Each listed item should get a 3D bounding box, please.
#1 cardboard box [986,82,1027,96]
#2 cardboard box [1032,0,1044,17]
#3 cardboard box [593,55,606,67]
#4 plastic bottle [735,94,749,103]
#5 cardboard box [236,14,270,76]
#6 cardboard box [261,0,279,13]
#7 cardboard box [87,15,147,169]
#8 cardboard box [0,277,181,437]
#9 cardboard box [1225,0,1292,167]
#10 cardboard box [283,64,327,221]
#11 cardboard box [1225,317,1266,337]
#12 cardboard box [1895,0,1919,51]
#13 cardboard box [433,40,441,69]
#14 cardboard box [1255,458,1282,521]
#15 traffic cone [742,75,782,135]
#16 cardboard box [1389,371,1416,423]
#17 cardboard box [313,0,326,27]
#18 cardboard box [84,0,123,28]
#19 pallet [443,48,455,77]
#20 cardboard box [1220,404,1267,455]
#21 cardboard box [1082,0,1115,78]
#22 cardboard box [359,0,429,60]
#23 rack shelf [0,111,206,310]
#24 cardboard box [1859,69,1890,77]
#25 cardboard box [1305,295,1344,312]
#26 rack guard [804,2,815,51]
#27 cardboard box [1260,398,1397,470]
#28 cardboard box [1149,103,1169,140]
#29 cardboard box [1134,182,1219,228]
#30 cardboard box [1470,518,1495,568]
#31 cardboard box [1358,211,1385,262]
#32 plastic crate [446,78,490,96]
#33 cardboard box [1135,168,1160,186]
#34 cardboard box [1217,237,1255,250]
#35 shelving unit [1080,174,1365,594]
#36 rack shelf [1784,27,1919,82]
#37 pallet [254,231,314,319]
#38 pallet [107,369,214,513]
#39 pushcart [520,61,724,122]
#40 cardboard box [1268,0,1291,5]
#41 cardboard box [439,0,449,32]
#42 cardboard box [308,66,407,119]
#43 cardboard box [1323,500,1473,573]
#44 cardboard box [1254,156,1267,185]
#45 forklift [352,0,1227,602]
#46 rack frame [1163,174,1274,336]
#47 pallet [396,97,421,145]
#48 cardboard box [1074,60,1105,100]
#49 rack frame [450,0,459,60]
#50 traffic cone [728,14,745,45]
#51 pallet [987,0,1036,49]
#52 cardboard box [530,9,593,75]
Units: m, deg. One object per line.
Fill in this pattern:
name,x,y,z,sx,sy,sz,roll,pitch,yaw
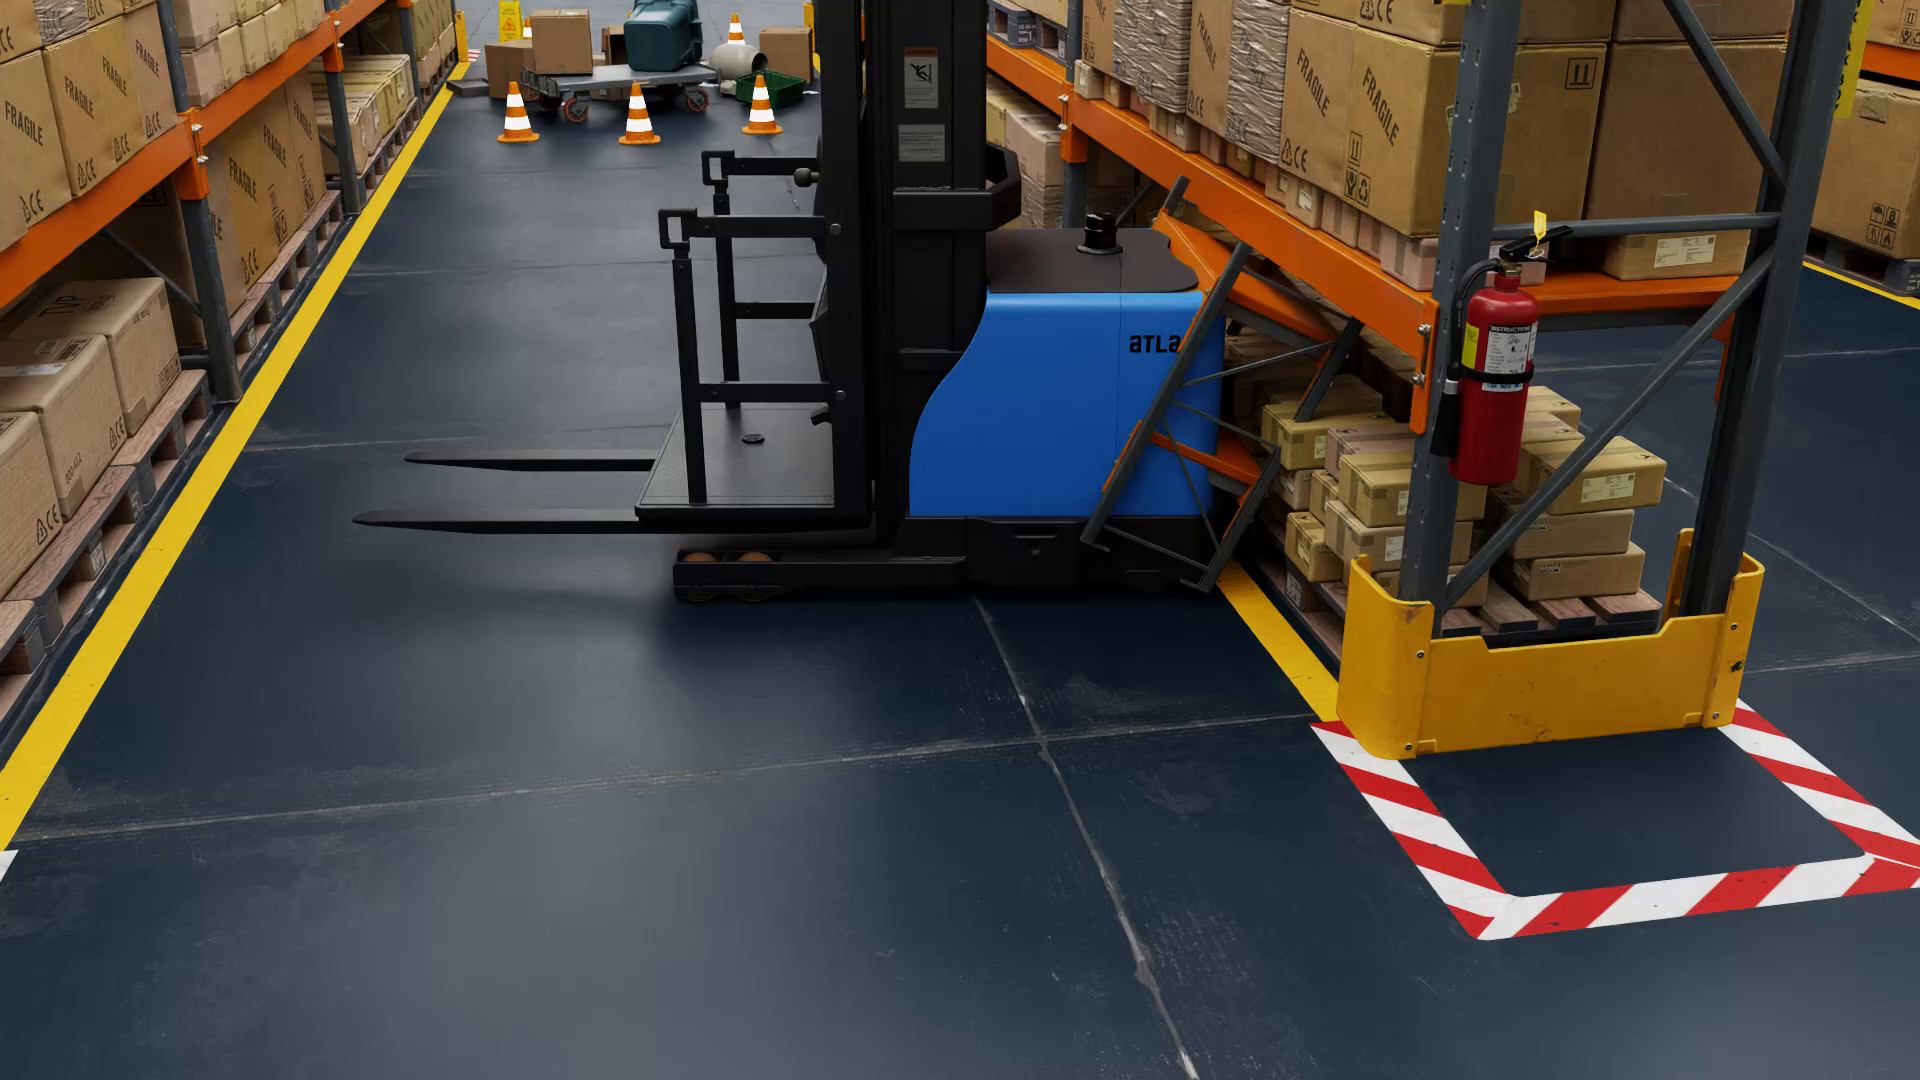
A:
cardboard box,0.334,-2.669,10.275,0.500,0.250,0.500,-4,24,-9
cardboard box,0.605,-2.907,8.948,0.380,0.149,0.250,-6,24,-12
cardboard box,-3.826,-5.031,17.584,0.380,0.149,0.250,8,25,18
plastic bottle,-2.002,-4.187,15.759,0.133,0.061,0.283,-19,30,-37
cardboard box,-3.832,-2.513,8.444,0.500,0.250,0.500,-4,24,-10
cardboard box,-3.925,-2.940,8.796,0.500,0.250,0.500,-5,24,-11
cardboard box,-3.397,-1.664,6.187,0.500,0.500,0.500,-5,24,-11
cardboard box,-3.824,-0.747,6.889,0.875,0.438,0.875,-5,24,-11
cardboard box,1.222,-1.558,5.572,0.500,0.500,0.500,-4,24,-10
cardboard box,-4.528,-2.498,10.351,0.875,0.875,0.875,-5,24,-10
cardboard box,1.136,-0.781,6.584,0.380,0.149,0.250,-4,24,-9
cardboard box,5.550,-2.926,9.078,0.500,0.500,0.500,-4,24,-10
cardboard box,-5.368,-4.732,16.248,0.500,0.250,0.500,-5,24,-10
cardboard box,1.279,-0.194,5.983,0.380,0.149,0.250,-4,24,-9
traffic cone,-1.704,-3.734,14.222,0.336,0.463,0.334,-4,24,-10
cardboard box,1.771,-0.505,5.954,0.380,0.149,0.250,-5,24,-12
cardboard box,-4.225,-3.308,10.264,0.500,0.250,0.500,-5,24,-12
cardboard box,-3.390,-2.122,5.987,0.500,0.500,0.500,-5,24,-11
pallet,-5.924,-5.073,17.603,1.003,0.211,1.213,-4,24,-10
cardboard box,1.167,-0.432,6.157,0.380,0.149,0.250,-4,24,-9
cardboard box,0.856,-2.358,7.405,0.500,0.500,0.500,-5,24,-11
cardboard box,-5.157,-4.658,15.142,0.500,0.500,0.500,-3,24,-7
rack shelf,-3.464,-0.867,5.386,1.077,0.370,4.000,-4,24,-10
cardboard box,5.601,-2.537,10.442,1.225,0.875,0.875,-5,24,-12
cardboard box,1.647,-0.920,6.902,0.380,0.149,0.250,-5,24,-12
rack guard,-1.212,-5.973,19.302,1.175,0.500,0.348,-4,24,-10
cardboard box,1.242,-0.360,5.620,0.380,0.149,0.250,-5,24,-11
cardboard box,0.991,-1.730,6.778,0.380,0.149,0.250,-4,24,-9
cardboard box,1.136,-1.747,9.100,0.500,0.500,0.500,-3,24,-8
cardboard box,1.840,-0.029,5.605,0.380,0.149,0.250,-4,24,-10
cardboard box,1.404,-0.909,4.897,0.380,0.149,0.250,-4,24,-10
plastic crate,-4.798,-4.470,16.386,0.402,0.080,0.583,-13,27,-28
cardboard box,1.135,-2.090,8.950,0.500,0.250,0.500,-5,24,-12
cardboard box,1.420,-1.330,7.841,0.380,0.149,0.250,-4,24,-9
shelving unit,0.837,-0.588,5.963,0.538,1.125,1.048,22,21,-13
rack shelf,5.535,-3.174,10.668,1.077,0.370,4.000,-4,24,-10
pallet,-4.280,-1.484,9.385,1.003,0.211,1.213,-4,24,-10
pallet,-3.770,-0.401,6.903,1.003,0.211,1.213,-4,24,-10
pushcart,-3.082,-4.117,15.204,1.648,0.377,0.936,-13,27,-28
cardboard box,1.224,-2.021,5.384,0.500,0.500,0.500,-3,24,-7
cardboard box,-5.549,-5.479,17.020,0.500,0.500,0.500,-3,24,-8
cardboard box,-5.078,-3.630,13.571,0.950,0.372,0.625,-3,24,-6
cardboard box,1.373,-0.025,5.225,0.380,0.149,0.250,-5,24,-11
cardboard box,1.262,-1.321,5.842,0.380,0.149,0.250,-5,24,-12
forklift,-0.627,-1.342,5.661,3.031,2.935,1.130,0,24,0
rack frame,0.802,-0.795,6.426,0.500,1.125,0.032,22,21,-13
pallet,-5.168,-3.546,14.105,1.003,0.211,1.213,-4,24,-10
cardboard box,0.743,-2.139,7.713,0.380,0.149,0.250,-3,24,-8
rack frame,-6.053,-6.703,17.851,1.000,3.000,0.127,-4,24,-10
traffic cone,-2.505,-5.633,18.569,0.336,0.463,0.334,-4,24,-10
pallet,0.678,-3.099,9.838,1.003,0.211,1.213,-4,24,-10
cardboard box,-3.570,-4.475,14.926,0.500,0.500,0.500,-4,24,-10
